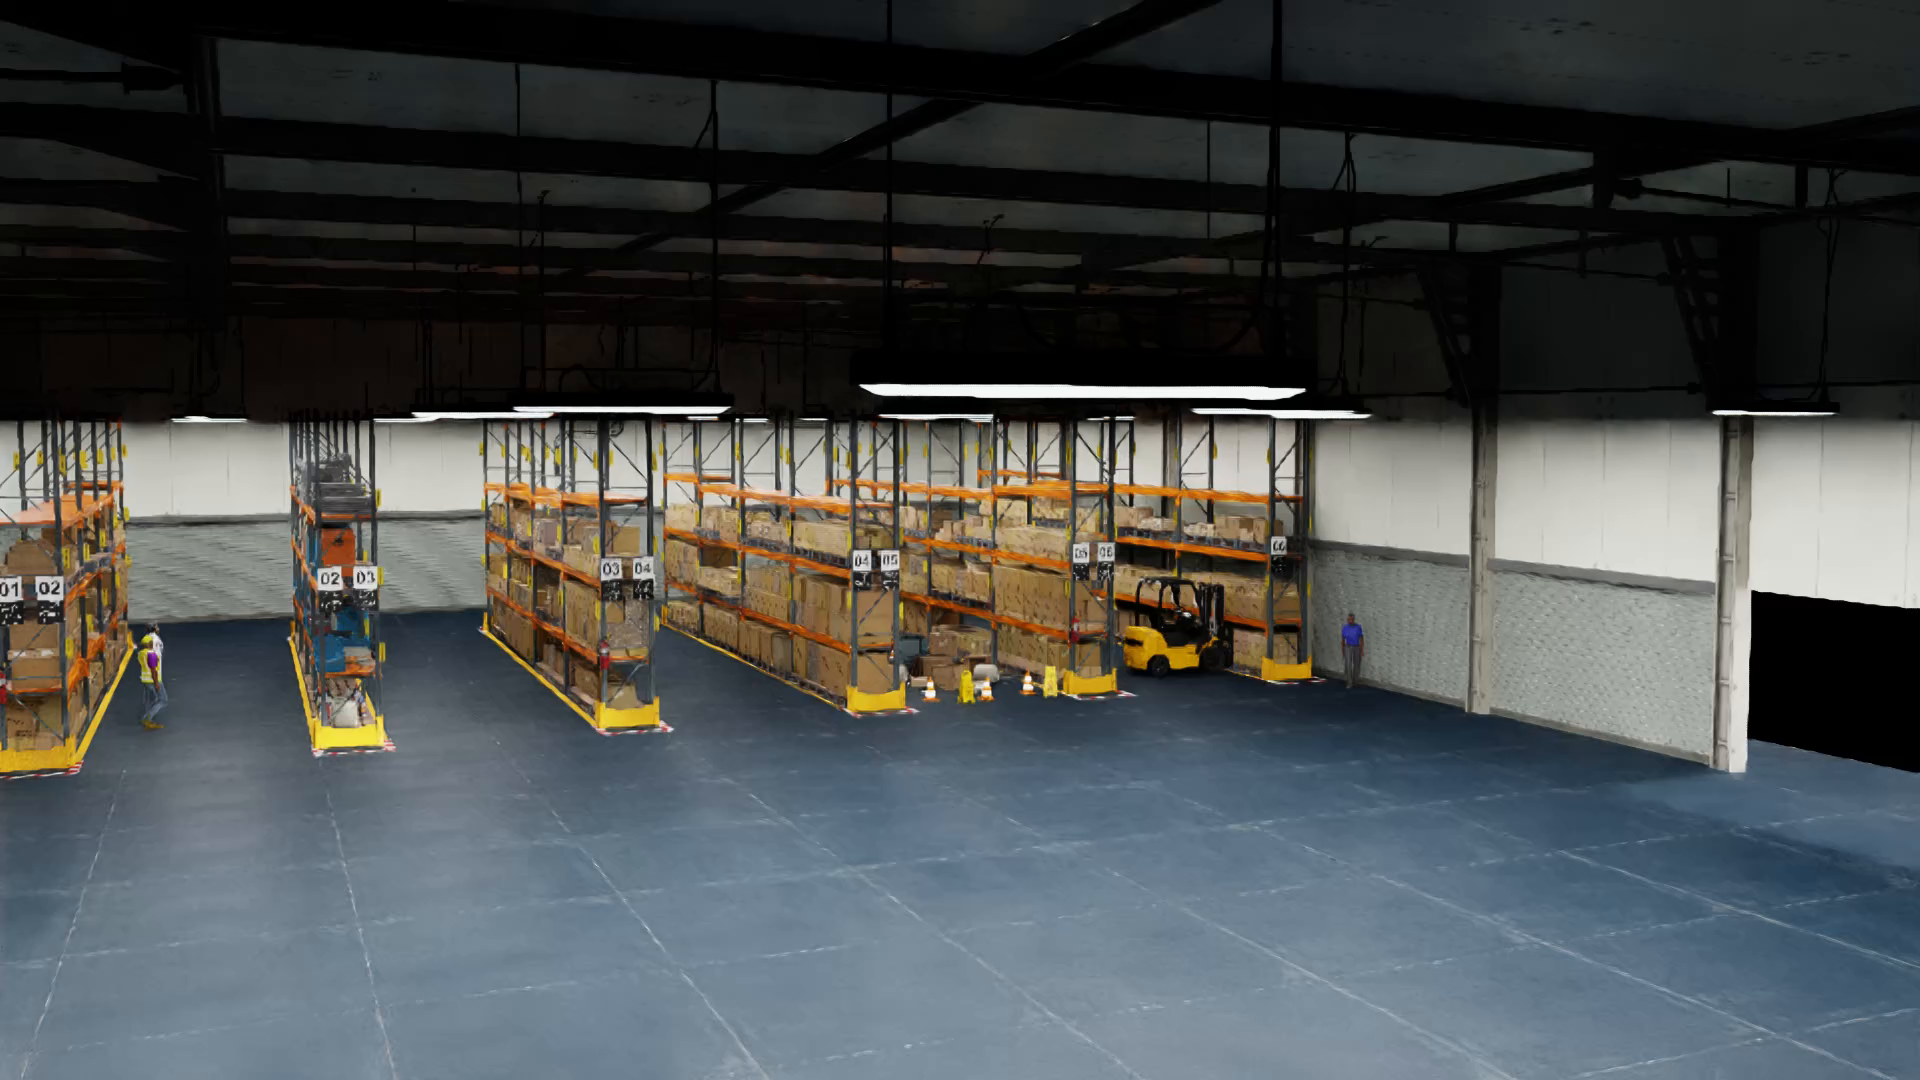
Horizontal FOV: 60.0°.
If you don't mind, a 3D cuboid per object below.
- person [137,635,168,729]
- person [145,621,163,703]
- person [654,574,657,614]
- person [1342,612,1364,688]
[{"bbox_3d":[-15.162,2.657,31.149,0.609,1.763,0.457,3,5,40],"label":"person"},{"bbox_3d":[-16.434,2.488,33.971,0.546,1.680,0.430,4,5,43],"label":"person"},{"bbox_3d":[-9.136,1.486,48.734,0.562,1.644,0.630,1,4,11],"label":"person"},{"bbox_3d":[8.543,2.378,36.127,0.501,1.643,0.535,1,4,13],"label":"person"}]
